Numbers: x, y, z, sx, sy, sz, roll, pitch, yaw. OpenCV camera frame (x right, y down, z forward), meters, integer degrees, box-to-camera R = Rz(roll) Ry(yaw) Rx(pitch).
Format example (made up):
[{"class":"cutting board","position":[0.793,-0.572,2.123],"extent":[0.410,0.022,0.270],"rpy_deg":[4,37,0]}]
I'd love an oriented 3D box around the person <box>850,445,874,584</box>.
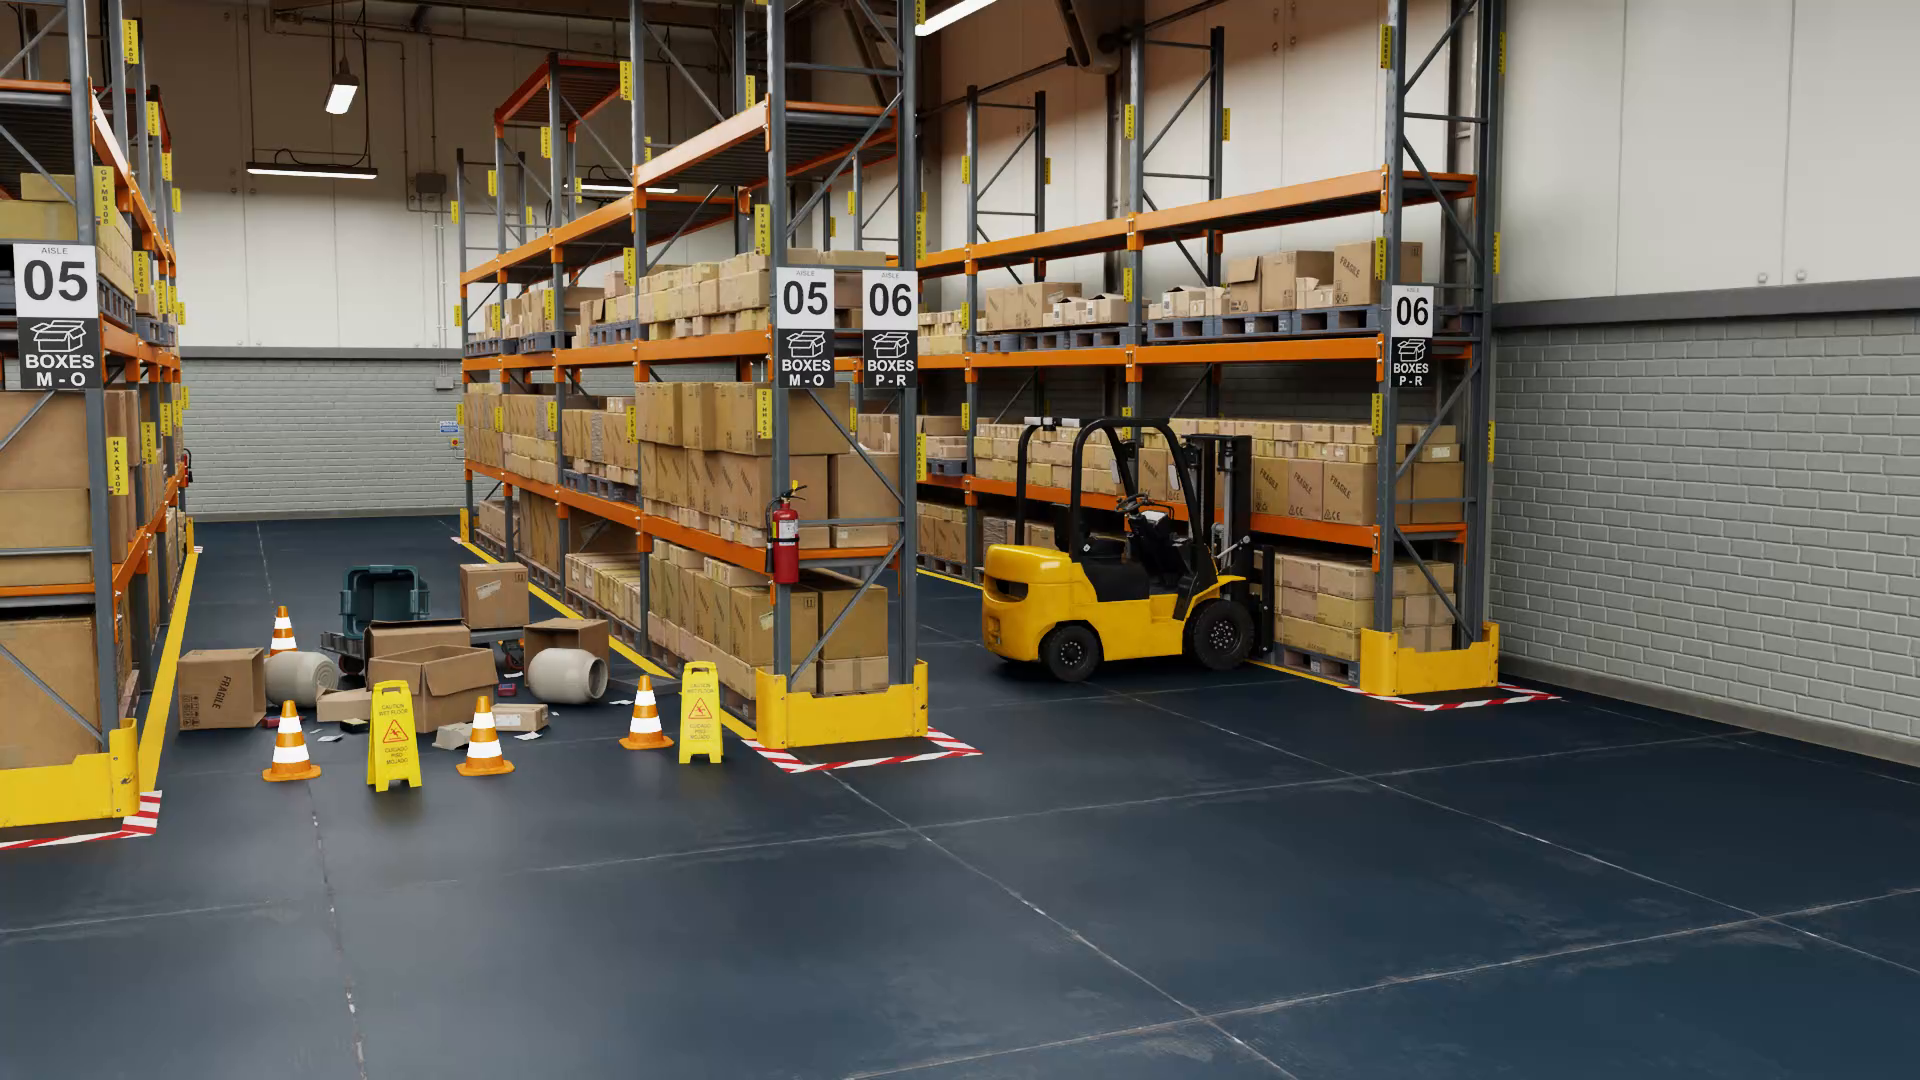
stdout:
[{"class":"person","position":[-1.123,-0.249,19.288],"extent":[0.604,1.719,1.031],"rpy_deg":[0,5,-2]}]
